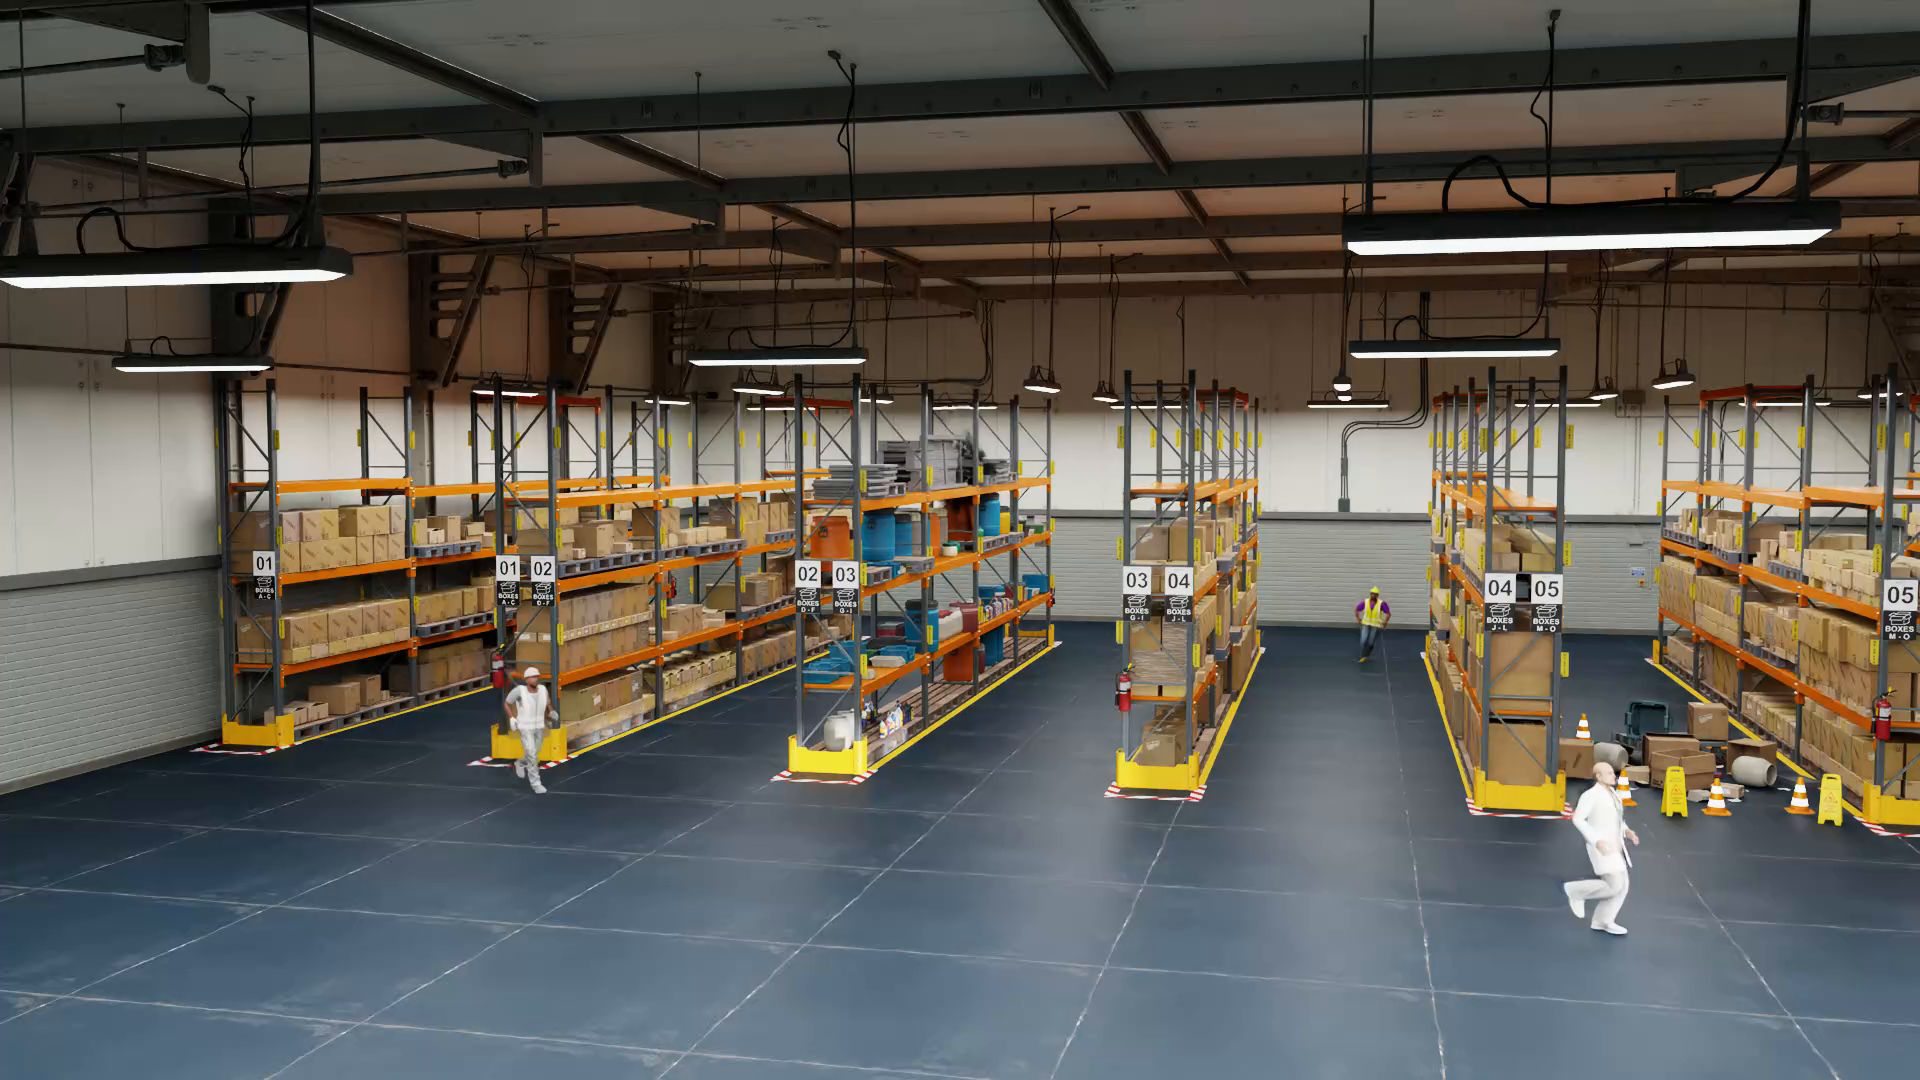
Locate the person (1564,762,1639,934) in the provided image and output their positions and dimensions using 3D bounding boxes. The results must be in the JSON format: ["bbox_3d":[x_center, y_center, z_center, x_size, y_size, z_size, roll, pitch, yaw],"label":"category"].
[{"bbox_3d":[6.536,3.121,16.947,0.724,1.727,0.643,-3,5,-42],"label":"person"}]

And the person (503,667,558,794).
[{"bbox_3d":[-6.190,2.693,23.833,0.945,1.772,0.657,3,5,44],"label":"person"}]

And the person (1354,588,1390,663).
[{"bbox_3d":[9.266,1.909,37.409,0.788,1.697,0.591,1,4,20],"label":"person"}]
